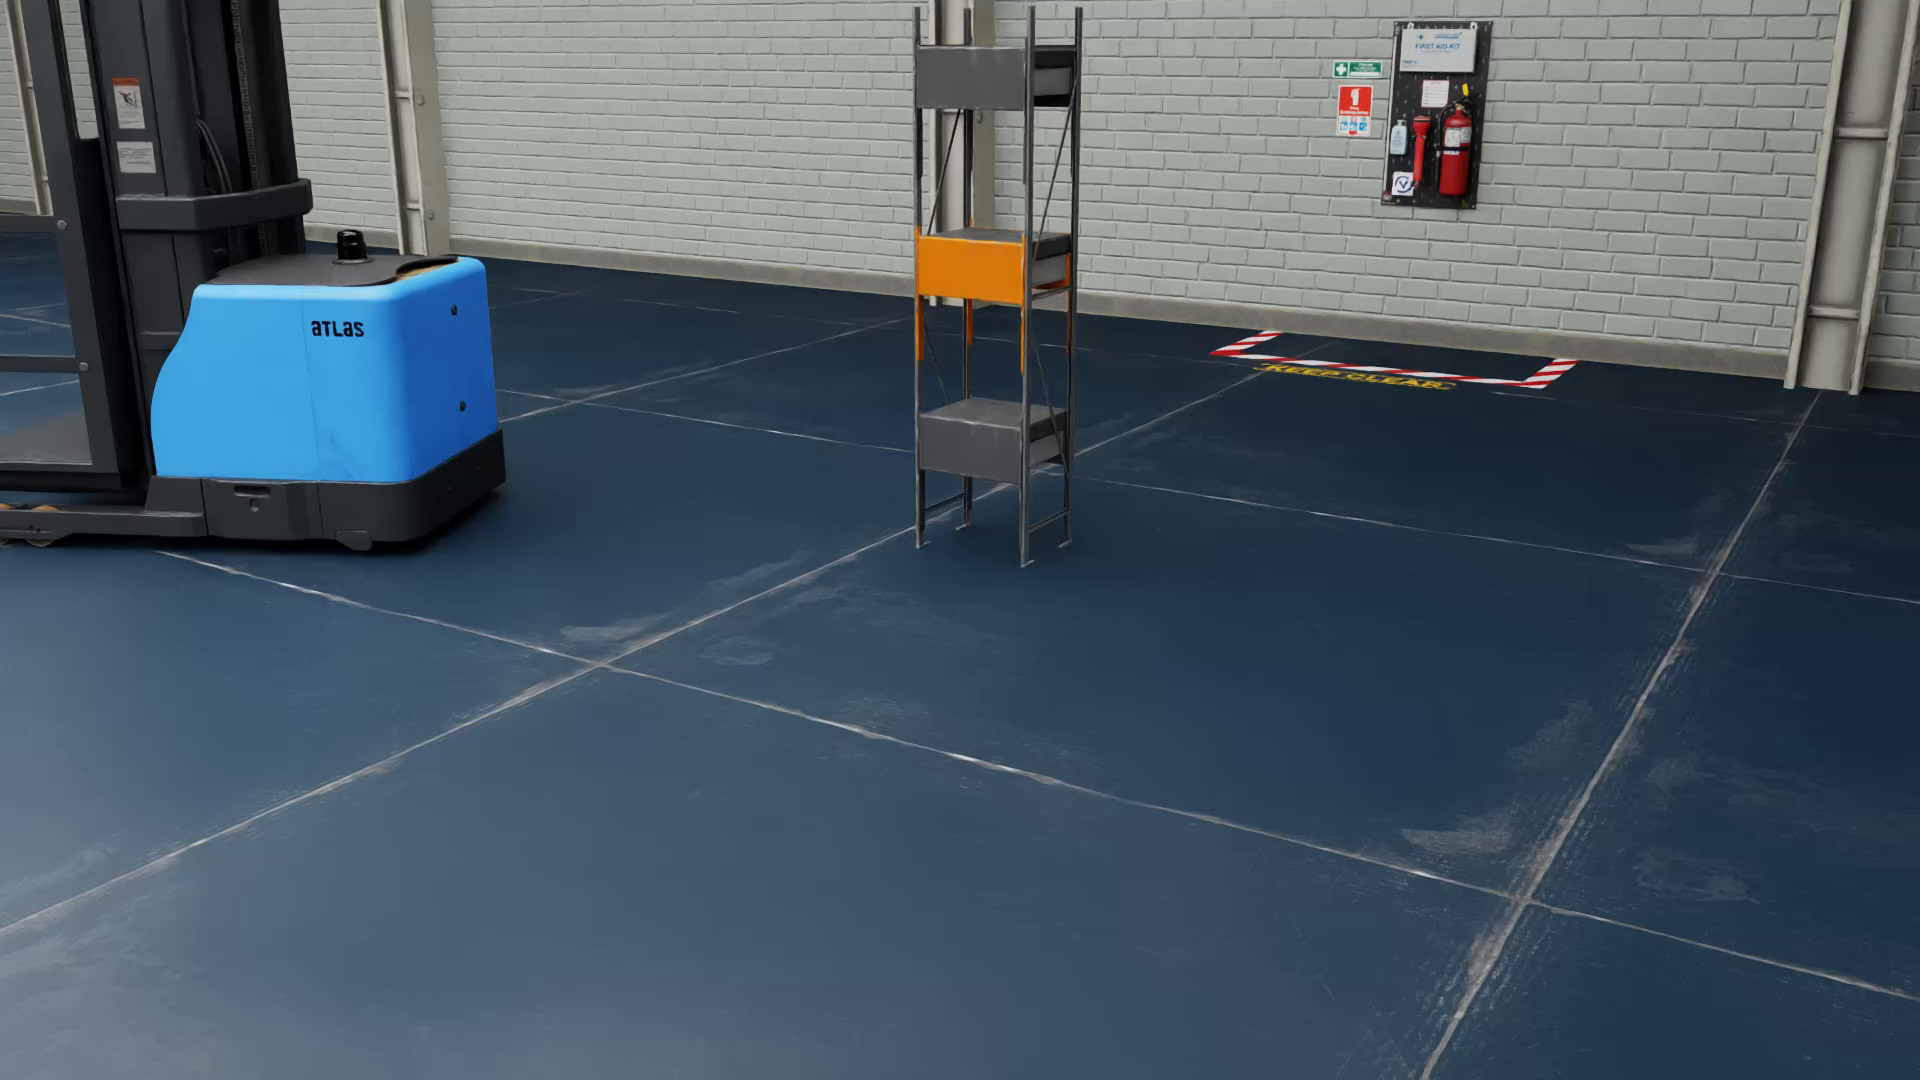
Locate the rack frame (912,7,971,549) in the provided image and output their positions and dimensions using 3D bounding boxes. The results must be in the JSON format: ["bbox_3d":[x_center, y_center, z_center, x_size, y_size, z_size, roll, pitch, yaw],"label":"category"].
[{"bbox_3d":[-0.067,-1.017,6.615,0.015,2.100,0.400,10,20,30],"label":"rack frame"}]

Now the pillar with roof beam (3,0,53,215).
[{"bbox_3d":[-12.464,-6.886,14.069,0.400,9.000,9.100,10,20,30],"label":"pillar with roof beam"}]

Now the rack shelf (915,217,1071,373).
[{"bbox_3d":[0.141,-0.966,6.497,0.480,0.518,0.431,10,20,30],"label":"rack shelf"}]

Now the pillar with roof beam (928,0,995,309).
[{"bbox_3d":[-2.239,-5.061,8.060,0.400,9.000,9.100,10,20,30],"label":"pillar with roof beam"}]

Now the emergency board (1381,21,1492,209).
[{"bbox_3d":[3.041,-2.730,10.706,0.643,1.169,0.194,10,20,30],"label":"emergency board"}]

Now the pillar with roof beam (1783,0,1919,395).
[{"bbox_3d":[2.874,-4.148,5.056,0.400,9.000,9.100,10,20,30],"label":"pillar with roof beam"}]

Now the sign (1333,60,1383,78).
[{"bbox_3d":[2.623,-3.107,10.975,0.331,0.109,0.001,10,20,30],"label":"sign"}]

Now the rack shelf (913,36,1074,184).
[{"bbox_3d":[0.141,-1.636,6.294,0.480,0.518,0.431,10,20,30],"label":"rack shelf"}]

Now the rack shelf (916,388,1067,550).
[{"bbox_3d":[0.141,-0.297,6.701,0.480,0.518,0.431,10,20,30],"label":"rack shelf"}]

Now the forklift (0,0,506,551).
[{"bbox_3d":[-3.606,-1.526,6.860,3.031,2.935,1.130,2,17,6],"label":"forklift"}]

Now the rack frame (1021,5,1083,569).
[{"bbox_3d":[0.349,-0.942,6.371,0.015,2.100,0.400,10,20,30],"label":"rack frame"}]

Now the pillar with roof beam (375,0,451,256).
[{"bbox_3d":[-7.351,-5.974,11.065,0.400,9.000,9.100,10,20,30],"label":"pillar with roof beam"}]

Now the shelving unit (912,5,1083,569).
[{"bbox_3d":[0.141,-0.979,6.493,0.503,2.100,0.431,10,20,30],"label":"shelving unit"}]

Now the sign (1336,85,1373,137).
[{"bbox_3d":[2.624,-2.856,11.062,0.234,0.329,0.001,10,20,30],"label":"sign"}]

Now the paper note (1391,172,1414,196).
[{"bbox_3d":[2.926,-2.352,10.979,0.142,0.148,0.016,10,20,30],"label":"paper note"}]
